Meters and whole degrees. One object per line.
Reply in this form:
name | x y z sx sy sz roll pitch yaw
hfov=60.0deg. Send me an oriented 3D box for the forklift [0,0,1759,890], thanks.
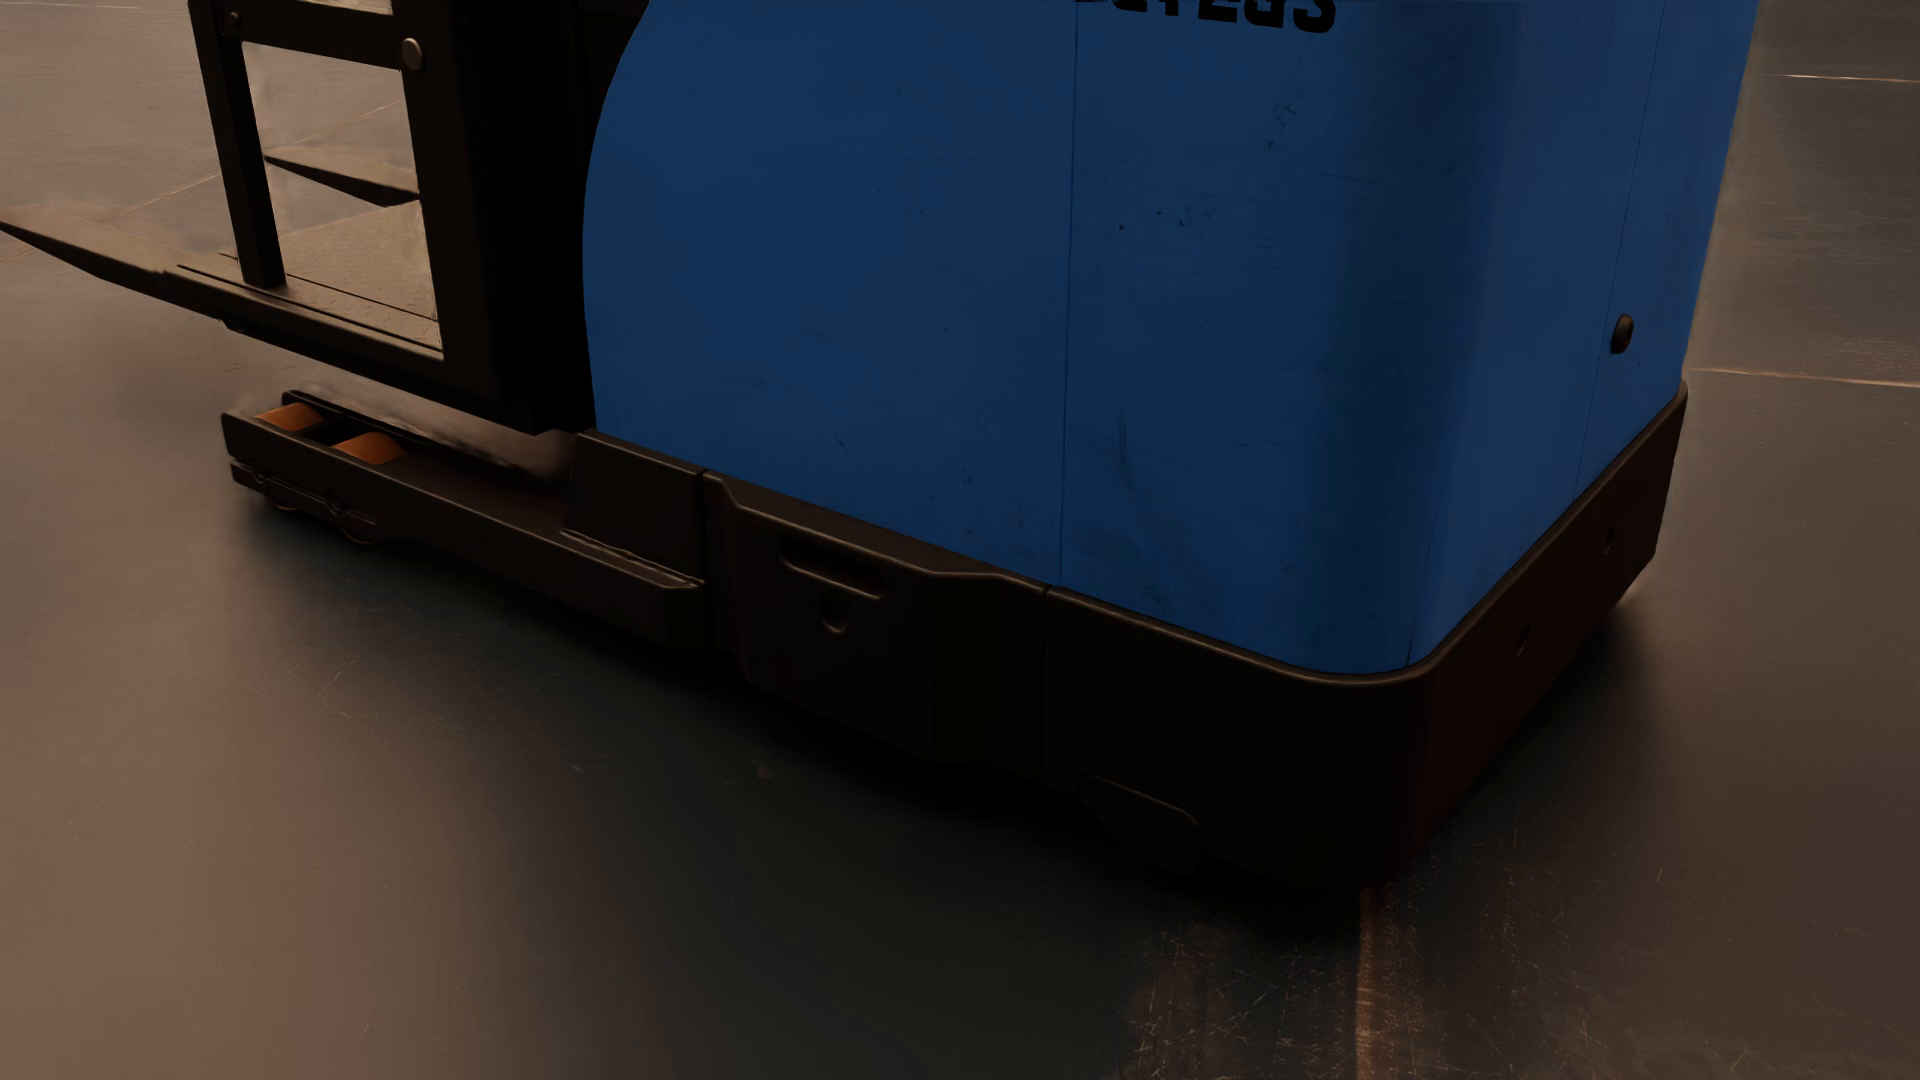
forklift | -0.515 -1.472 2.164 3.031 2.935 1.130 18 32 32
